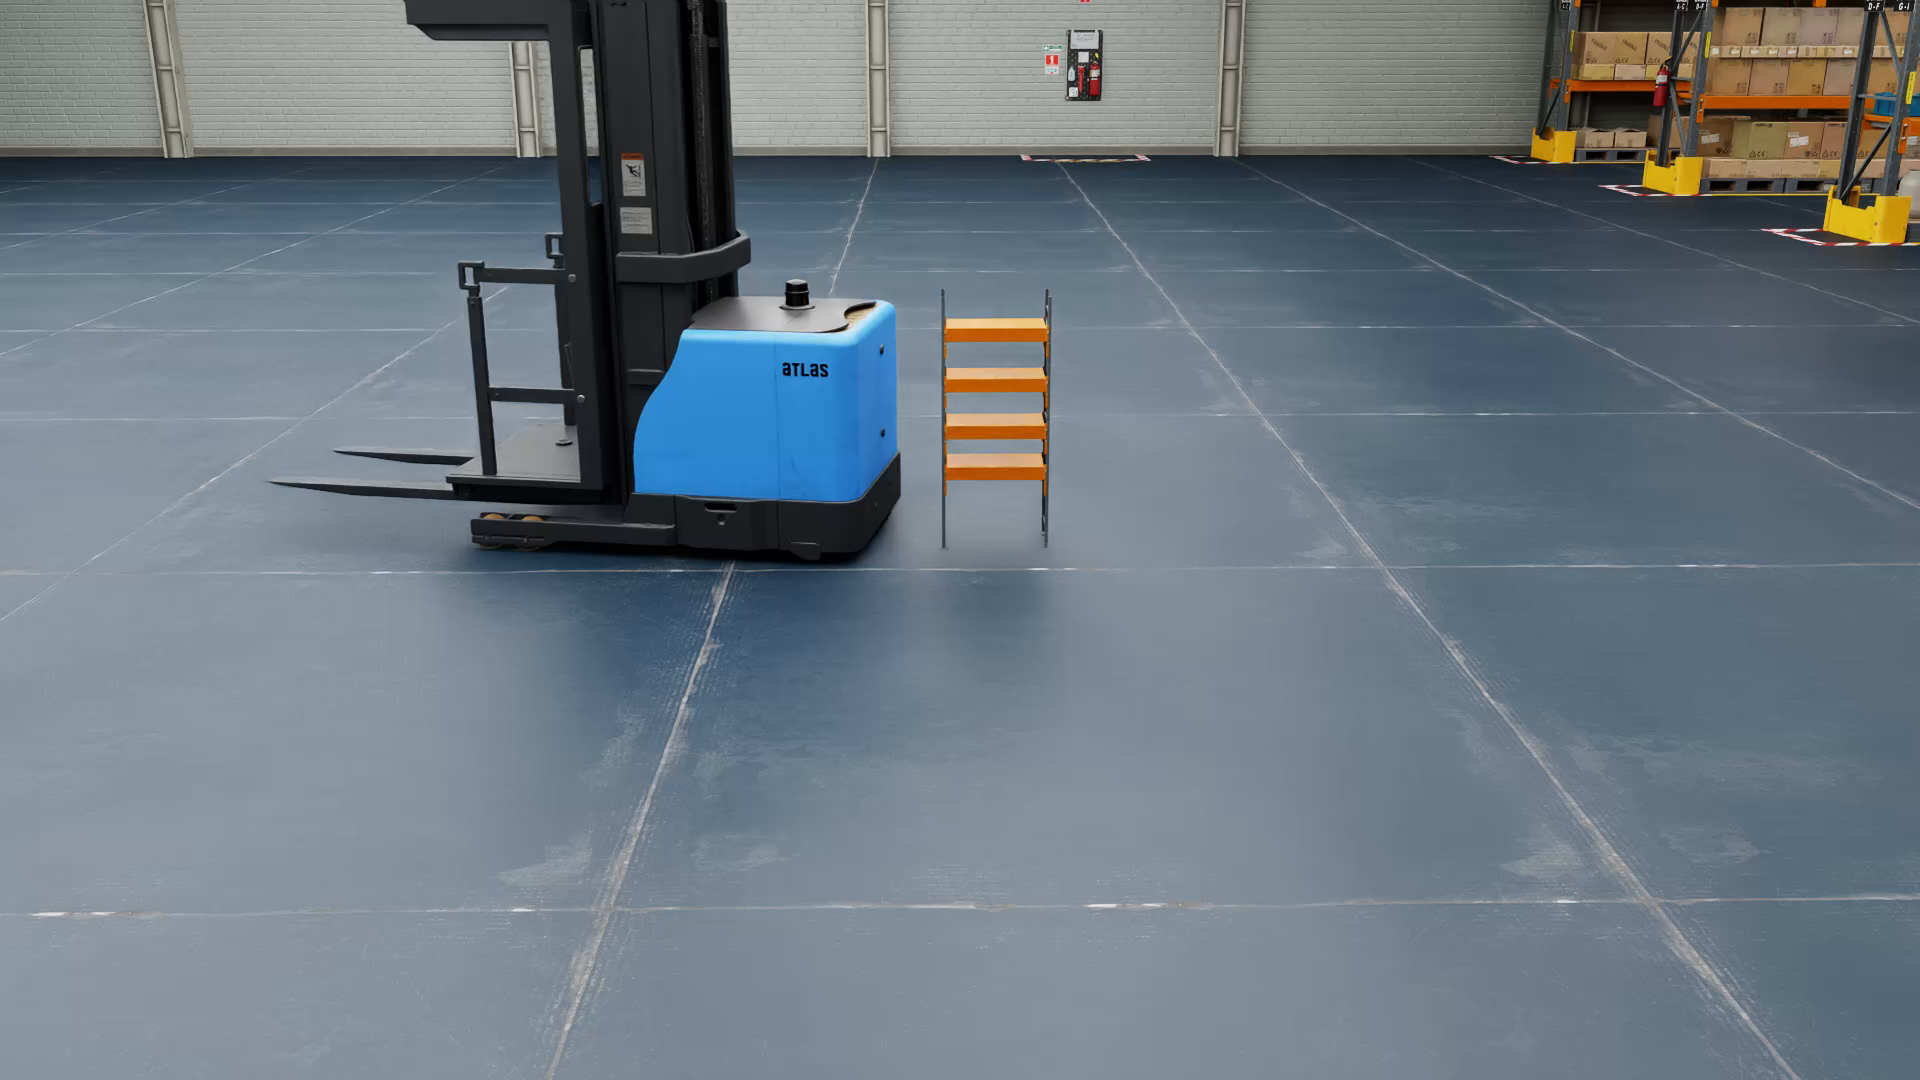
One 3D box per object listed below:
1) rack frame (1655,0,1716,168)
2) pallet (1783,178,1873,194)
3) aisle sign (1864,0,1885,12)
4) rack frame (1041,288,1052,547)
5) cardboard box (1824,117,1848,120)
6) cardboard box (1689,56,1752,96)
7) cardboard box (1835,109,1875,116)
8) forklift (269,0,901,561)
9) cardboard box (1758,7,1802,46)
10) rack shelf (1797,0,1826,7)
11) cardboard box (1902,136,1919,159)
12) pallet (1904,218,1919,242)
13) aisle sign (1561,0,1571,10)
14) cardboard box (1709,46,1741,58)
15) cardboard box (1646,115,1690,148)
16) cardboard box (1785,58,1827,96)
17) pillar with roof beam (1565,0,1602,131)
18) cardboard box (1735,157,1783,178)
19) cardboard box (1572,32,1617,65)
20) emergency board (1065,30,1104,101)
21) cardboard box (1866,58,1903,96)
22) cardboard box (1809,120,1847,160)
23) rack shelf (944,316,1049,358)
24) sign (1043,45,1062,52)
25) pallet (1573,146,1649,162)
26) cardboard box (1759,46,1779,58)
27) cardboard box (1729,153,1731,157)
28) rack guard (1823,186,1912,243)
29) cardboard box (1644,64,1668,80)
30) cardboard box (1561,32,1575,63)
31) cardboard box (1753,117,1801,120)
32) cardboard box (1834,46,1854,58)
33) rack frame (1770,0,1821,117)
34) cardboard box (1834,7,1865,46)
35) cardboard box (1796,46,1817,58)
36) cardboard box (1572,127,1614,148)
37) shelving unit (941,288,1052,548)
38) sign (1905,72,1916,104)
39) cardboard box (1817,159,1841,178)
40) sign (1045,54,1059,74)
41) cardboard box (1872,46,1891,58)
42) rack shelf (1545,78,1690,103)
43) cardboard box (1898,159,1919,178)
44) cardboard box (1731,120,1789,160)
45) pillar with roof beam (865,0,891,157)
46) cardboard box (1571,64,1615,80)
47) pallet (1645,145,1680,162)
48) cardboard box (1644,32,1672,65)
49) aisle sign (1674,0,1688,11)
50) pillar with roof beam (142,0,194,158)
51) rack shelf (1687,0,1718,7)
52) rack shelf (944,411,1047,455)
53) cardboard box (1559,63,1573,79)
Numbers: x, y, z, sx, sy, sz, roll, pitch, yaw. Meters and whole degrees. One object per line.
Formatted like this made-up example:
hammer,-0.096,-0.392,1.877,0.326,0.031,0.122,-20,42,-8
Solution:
rack frame,9.996,-6.342,22.906,0.127,3.000,1.000,0,18,-1
pallet,11.976,-5.035,23.398,1.213,0.211,1.003,0,18,-1
aisle sign,9.993,-6.157,18.074,0.004,0.787,0.394,0,18,-1
rack frame,0.409,-0.573,7.870,0.015,1.200,0.240,0,18,-1
cardboard box,12.527,-5.697,23.483,0.500,0.500,0.500,0,18,-1
cardboard box,10.463,-6.388,22.885,0.500,0.500,0.700,0,18,-1
cardboard box,15.089,-7.262,27.919,0.500,0.250,0.500,-1,18,-2
forklift,-1.869,-1.496,7.913,3.031,2.935,1.130,3,18,9
cardboard box,11.041,-7.010,22.701,0.500,0.500,0.700,-1,18,-2
rack shelf,15.913,-8.969,27.364,4.000,0.370,1.077,0,18,-1
cardboard box,13.035,-5.541,22.996,0.500,0.500,0.500,0,18,-1
pallet,10.958,-3.518,18.669,1.213,0.211,1.003,0,18,-1
aisle sign,9.847,-9.000,26.938,0.004,0.787,0.394,0,18,-1
cardboard box,10.391,-6.634,22.592,0.250,0.149,0.380,0,18,-1
cardboard box,11.911,-6.841,27.833,0.500,0.500,0.700,-1,18,-4
cardboard box,11.484,-6.392,22.900,0.500,0.500,0.700,0,18,0
pillar with roof beam,10.668,-9.664,23.441,0.400,9.000,9.100,0,18,-1
cardboard box,11.035,-5.170,23.069,0.500,0.250,0.500,0,18,-1
cardboard box,10.396,-8.060,27.248,0.500,0.500,0.500,0,18,-1
emergency board,2.129,-8.093,28.365,0.643,1.169,0.194,0,18,-1
cardboard box,12.523,-6.399,22.920,0.500,0.500,0.700,0,18,0
cardboard box,12.035,-5.530,22.963,0.500,0.500,0.500,0,18,-1
rack shelf,0.166,-0.946,7.747,0.480,0.148,0.258,0,18,-1
sign,1.579,-8.388,28.360,0.331,0.109,0.001,0,18,-1
pallet,10.803,-6.520,28.028,1.213,0.211,1.003,0,18,-1
cardboard box,10.905,-6.637,22.601,0.250,0.149,0.380,0,18,-1
cardboard box,11.027,-5.331,23.570,0.500,0.250,0.500,0,18,-1
rack guard,10.145,-3.653,18.617,0.348,0.500,1.175,0,18,-1
cardboard box,11.435,-7.705,27.370,0.500,0.250,0.500,-1,18,-2
cardboard box,10.382,-8.217,27.737,0.500,0.500,0.500,0,18,-1
cardboard box,11.527,-5.692,23.467,0.500,0.500,0.500,0,18,-1
cardboard box,11.928,-6.641,22.614,0.250,0.149,0.380,0,18,0
rack frame,13.913,-7.874,27.682,0.127,3.000,1.000,0,18,-1
cardboard box,12.046,-7.015,22.717,0.500,0.500,0.700,0,18,-1
cardboard box,11.424,-6.640,22.609,0.250,0.149,0.380,-1,18,-3
cardboard box,10.607,-6.760,27.890,0.500,0.311,0.500,-2,18,-7
shelving unit,0.166,-0.572,7.867,0.503,1.200,0.258,0,18,-1
sign,10.074,-4.792,17.623,0.005,0.325,0.100,0,18,-1
cardboard box,12.035,-5.174,23.079,0.500,0.250,0.500,0,18,-1
sign,1.575,-8.139,28.449,0.234,0.329,0.001,0,18,-1
cardboard box,12.457,-6.645,22.626,0.250,0.149,0.380,0,18,1
rack shelf,11.913,-7.522,27.762,4.000,0.370,1.077,0,18,-1
cardboard box,13.035,-5.183,23.108,0.500,0.250,0.500,0,18,-1
cardboard box,11.035,-5.527,22.953,0.500,0.500,0.500,0,18,-1
pillar with roof beam,-1.331,-9.606,23.260,0.400,9.000,9.100,0,18,-1
cardboard box,10.407,-7.698,27.347,0.500,0.250,0.500,-1,18,-2
pallet,12.019,-6.525,28.043,1.213,0.211,1.003,0,18,-1
cardboard box,11.407,-8.060,27.248,0.500,0.500,0.500,-1,18,-3
aisle sign,9.925,-7.669,22.787,0.004,0.787,0.394,0,18,-1
pillar with roof beam,-13.329,-9.548,23.080,0.400,9.000,9.100,0,18,-1
rack shelf,11.995,-7.437,22.587,4.000,0.370,1.077,0,18,-1
rack shelf,0.166,-0.508,7.887,0.480,0.148,0.258,0,18,-1
cardboard box,10.378,-7.854,27.833,0.500,0.250,0.500,0,18,0
